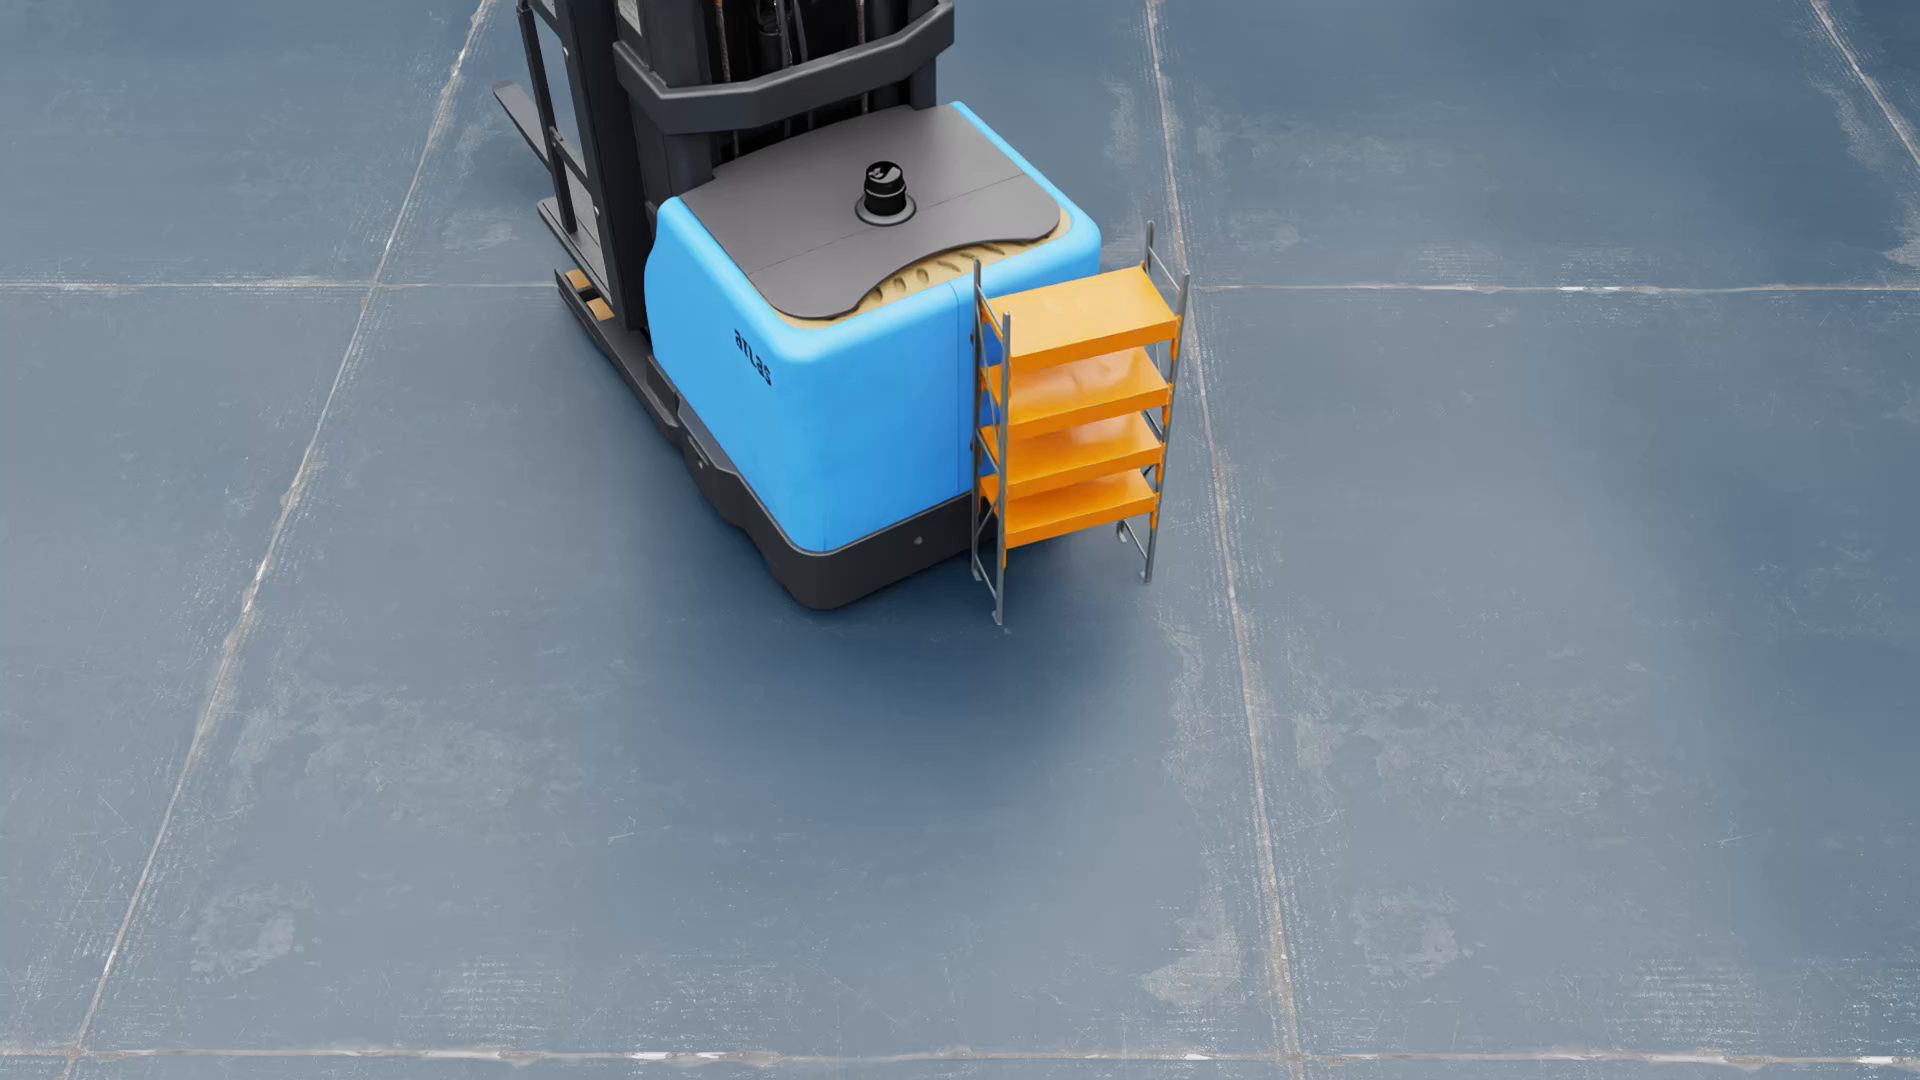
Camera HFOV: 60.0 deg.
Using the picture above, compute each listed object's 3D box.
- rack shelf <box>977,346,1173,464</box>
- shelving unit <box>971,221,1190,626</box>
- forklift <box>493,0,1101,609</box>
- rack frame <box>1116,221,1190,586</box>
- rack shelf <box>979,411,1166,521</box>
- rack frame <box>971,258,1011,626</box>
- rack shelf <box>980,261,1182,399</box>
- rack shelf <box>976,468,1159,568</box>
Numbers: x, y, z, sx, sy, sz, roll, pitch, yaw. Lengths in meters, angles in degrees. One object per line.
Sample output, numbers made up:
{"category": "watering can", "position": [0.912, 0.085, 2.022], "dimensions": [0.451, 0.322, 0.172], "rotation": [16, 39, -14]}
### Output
{"category": "rack shelf", "position": [0.311, -0.399, 4.588], "dimensions": [0.480, 0.148, 0.258], "rotation": [-14, 49, -13]}
{"category": "shelving unit", "position": [0.311, -0.293, 4.703], "dimensions": [0.503, 1.200, 0.258], "rotation": [-14, 49, -13]}
{"category": "forklift", "position": [-0.790, -1.857, 4.976], "dimensions": [1.130, 2.935, 3.031], "rotation": [-24, 52, -21]}
{"category": "rack frame", "position": [0.541, -0.352, 4.758], "dimensions": [0.015, 1.200, 0.240], "rotation": [-14, 49, -13]}
{"category": "rack shelf", "position": [0.311, -0.247, 4.752], "dimensions": [0.480, 0.148, 0.258], "rotation": [-14, 49, -13]}
{"category": "rack frame", "position": [0.081, -0.234, 4.648], "dimensions": [0.015, 1.200, 0.240], "rotation": [-14, 49, -13]}
{"category": "rack shelf", "position": [0.311, -0.561, 4.415], "dimensions": [0.480, 0.148, 0.258], "rotation": [-14, 49, -13]}
{"category": "rack shelf", "position": [0.311, -0.112, 4.897], "dimensions": [0.480, 0.148, 0.258], "rotation": [-14, 49, -13]}
